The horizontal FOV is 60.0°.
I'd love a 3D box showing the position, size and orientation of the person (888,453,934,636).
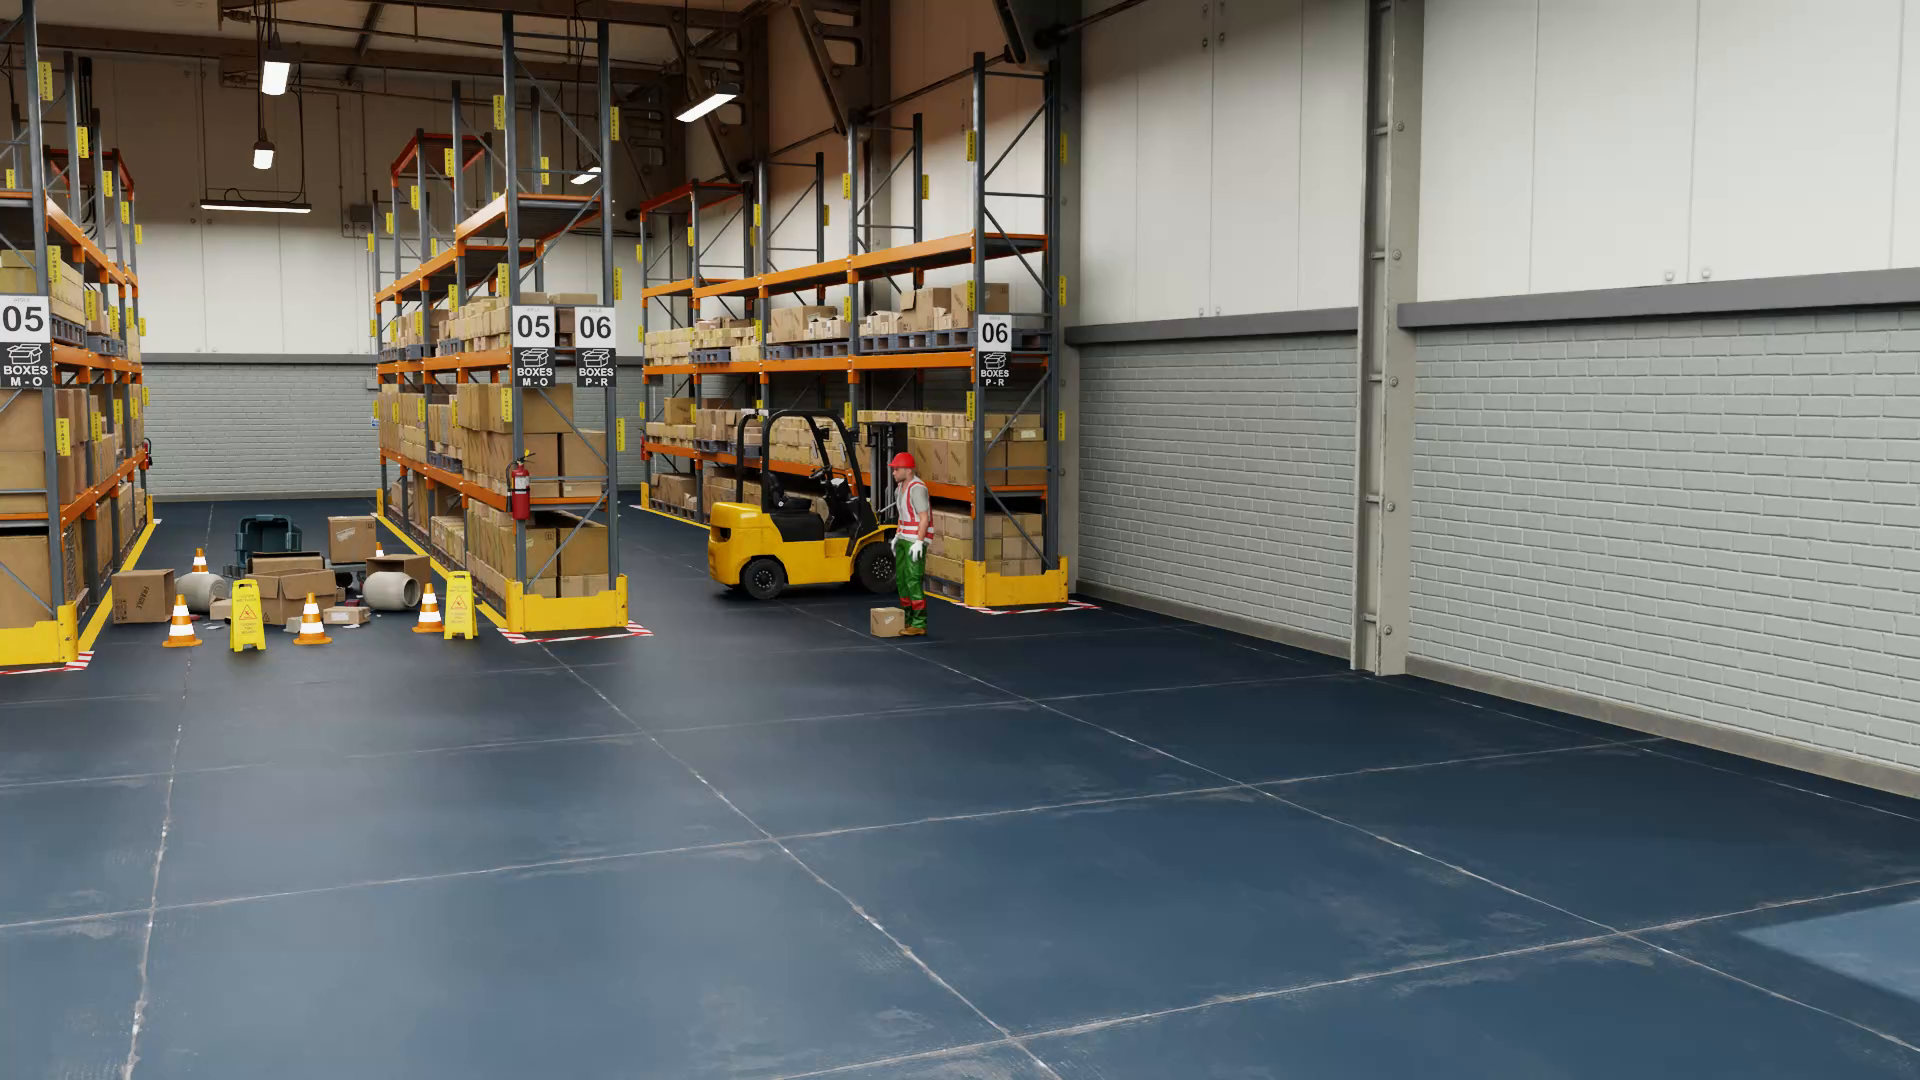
[{"bbox_3d":[-0.501,0.034,16.253,0.454,1.779,0.610,-2,6,-24],"label":"person"}]
